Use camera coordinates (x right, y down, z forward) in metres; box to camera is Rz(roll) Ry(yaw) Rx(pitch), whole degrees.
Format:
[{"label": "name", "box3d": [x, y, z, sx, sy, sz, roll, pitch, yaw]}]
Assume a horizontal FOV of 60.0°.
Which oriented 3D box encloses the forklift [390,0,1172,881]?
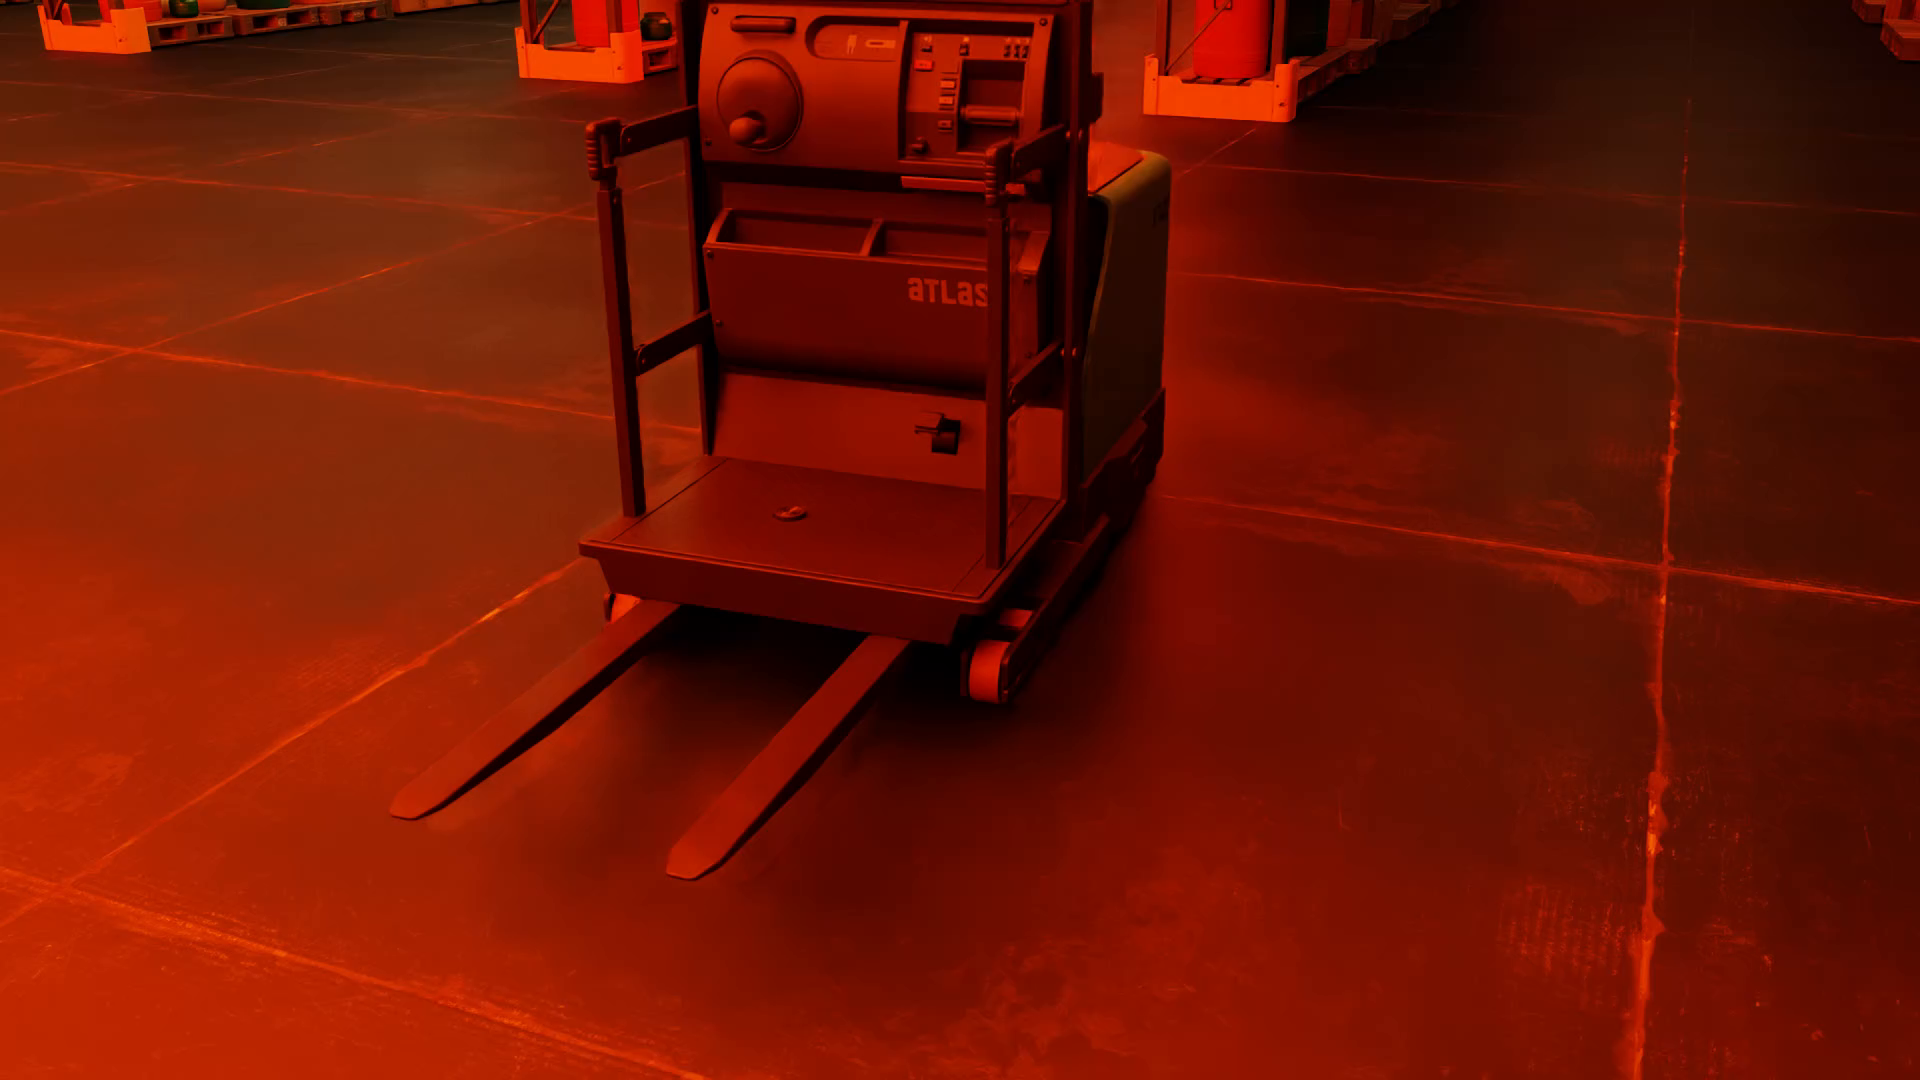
[{"label": "forklift", "box3d": [-0.291, -1.120, 3.973, 1.130, 2.935, 3.031, 8, 24, 18]}]
